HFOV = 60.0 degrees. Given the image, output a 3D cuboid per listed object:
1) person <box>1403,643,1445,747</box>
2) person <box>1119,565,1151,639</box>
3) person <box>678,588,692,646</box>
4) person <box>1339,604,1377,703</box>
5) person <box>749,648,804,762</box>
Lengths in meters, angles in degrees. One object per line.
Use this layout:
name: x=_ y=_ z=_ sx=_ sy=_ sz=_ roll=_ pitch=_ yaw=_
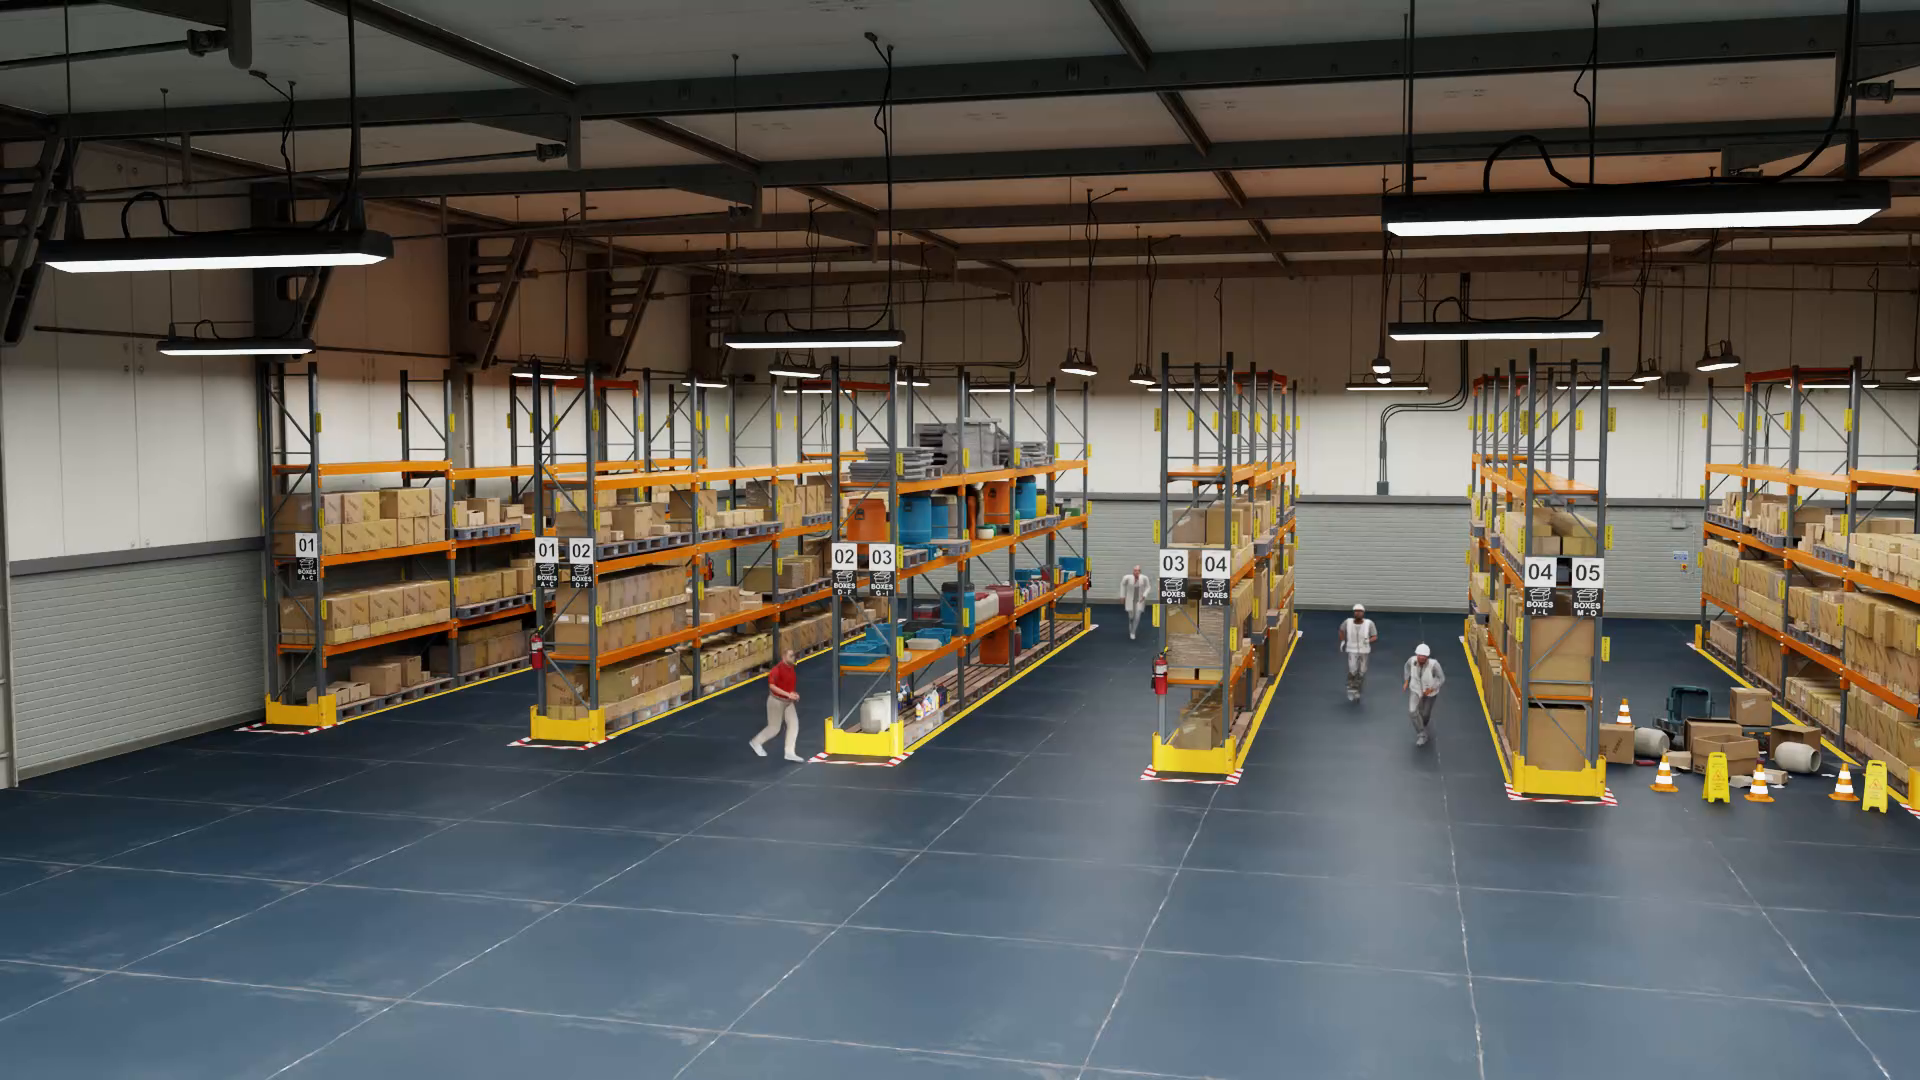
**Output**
person: x=7.281 y=2.374 z=26.028 sx=0.648 sy=1.610 sz=1.125 roll=2 pitch=4 yaw=23
person: x=4.075 y=1.428 z=38.756 sx=0.708 sy=1.712 sz=0.712 roll=0 pitch=4 yaw=-3
person: x=-6.062 y=1.643 z=35.967 sx=0.558 sy=1.724 sz=0.842 roll=1 pitch=4 yaw=12
person: x=7.119 y=2.011 z=29.689 sx=0.649 sy=1.740 sz=0.690 roll=1 pitch=4 yaw=7
person: x=-2.717 y=2.433 z=24.667 sx=0.905 sy=1.693 sz=0.651 roll=2 pitch=5 yaw=31
